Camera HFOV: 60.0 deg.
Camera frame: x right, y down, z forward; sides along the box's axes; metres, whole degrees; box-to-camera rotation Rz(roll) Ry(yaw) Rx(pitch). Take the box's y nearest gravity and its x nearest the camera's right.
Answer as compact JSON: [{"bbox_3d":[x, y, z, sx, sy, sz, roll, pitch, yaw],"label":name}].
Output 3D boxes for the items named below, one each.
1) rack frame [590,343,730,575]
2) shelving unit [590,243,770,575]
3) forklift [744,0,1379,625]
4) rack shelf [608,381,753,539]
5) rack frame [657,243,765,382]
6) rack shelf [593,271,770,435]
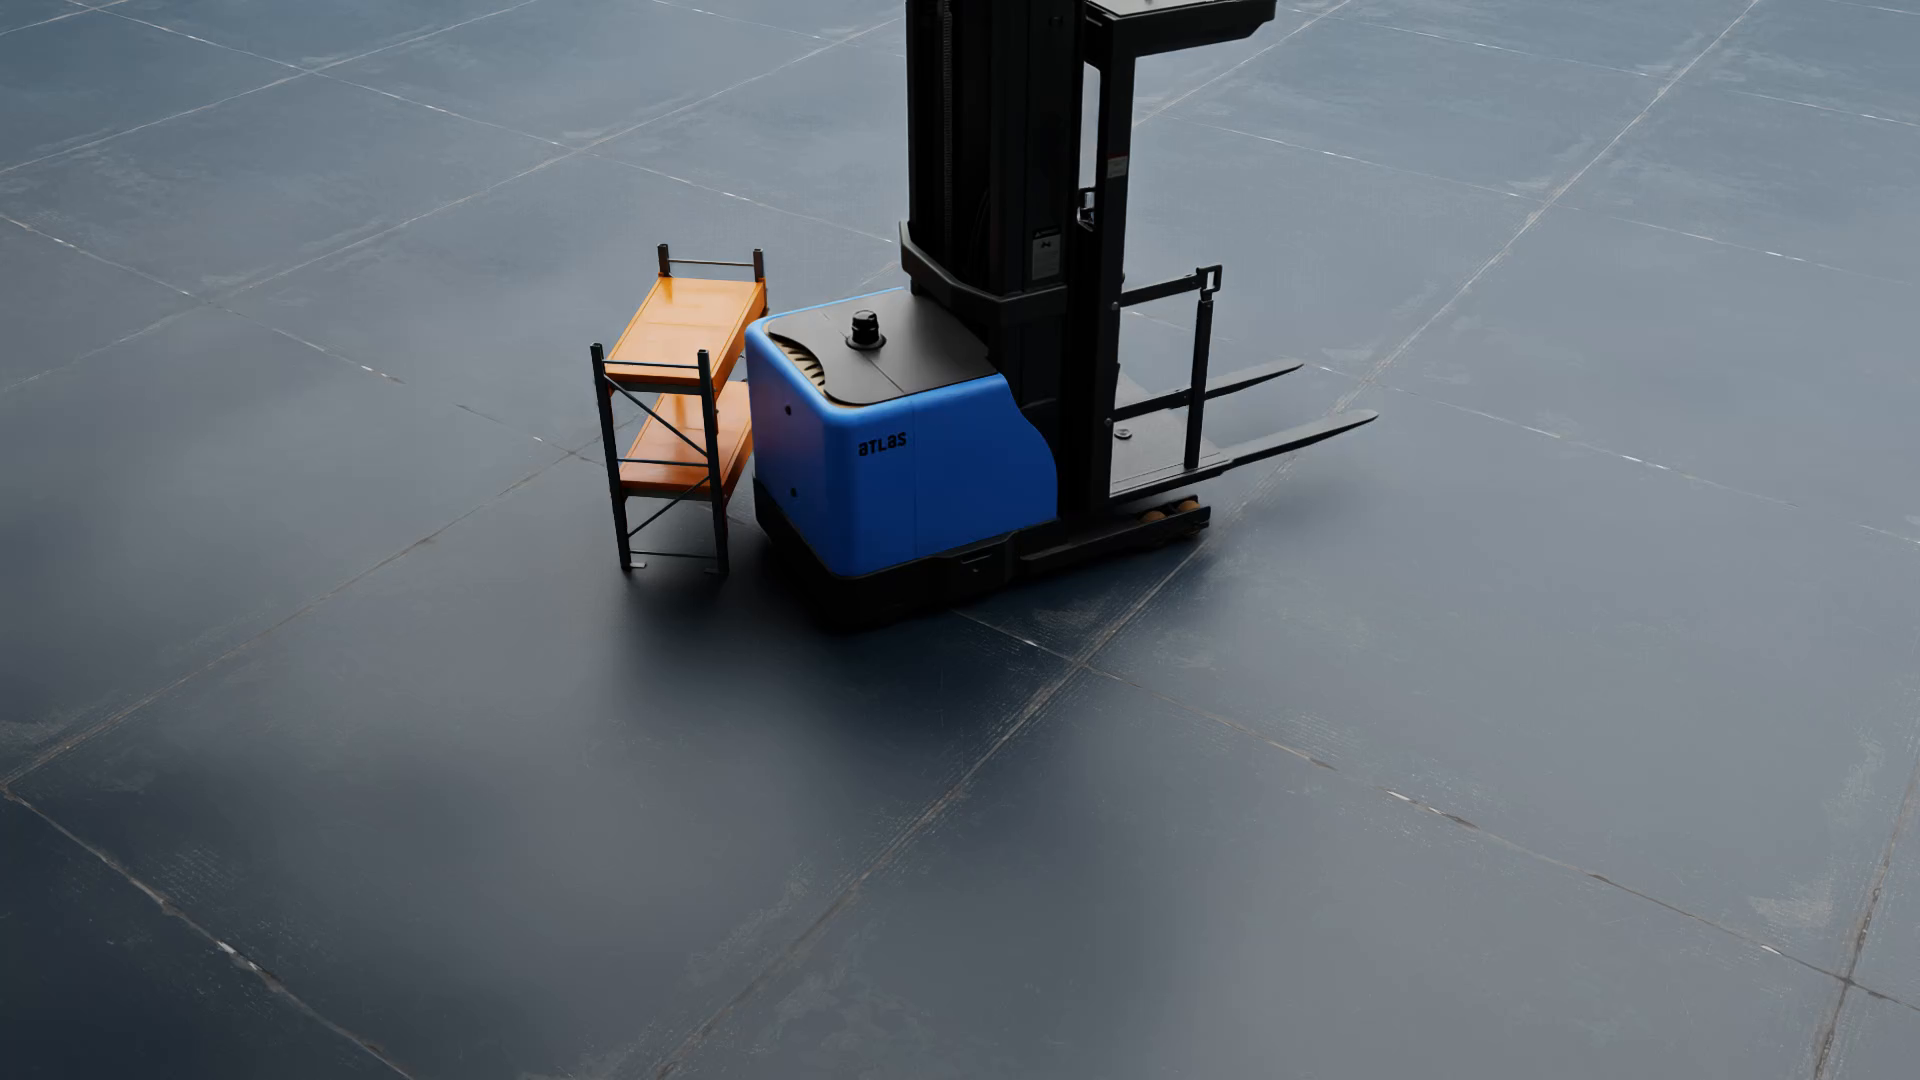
[{"bbox_3d":[-1.295,-0.335,7.242,0.500,1.125,0.032,4,34,6],"label":"rack frame"},{"bbox_3d":[-1.231,-0.618,7.659,0.538,1.125,1.048,4,34,6],"label":"shelving unit"},{"bbox_3d":[0.591,-1.425,7.241,3.031,2.935,1.130,-16,37,-23],"label":"forklift"},{"bbox_3d":[-1.231,-0.415,7.796,0.538,0.278,1.000,4,34,6],"label":"rack shelf"},{"bbox_3d":[-1.167,-0.900,8.077,0.500,1.125,0.032,4,34,6],"label":"rack frame"},{"bbox_3d":[-1.231,-0.860,7.495,0.538,0.278,1.000,4,34,6],"label":"rack shelf"}]
